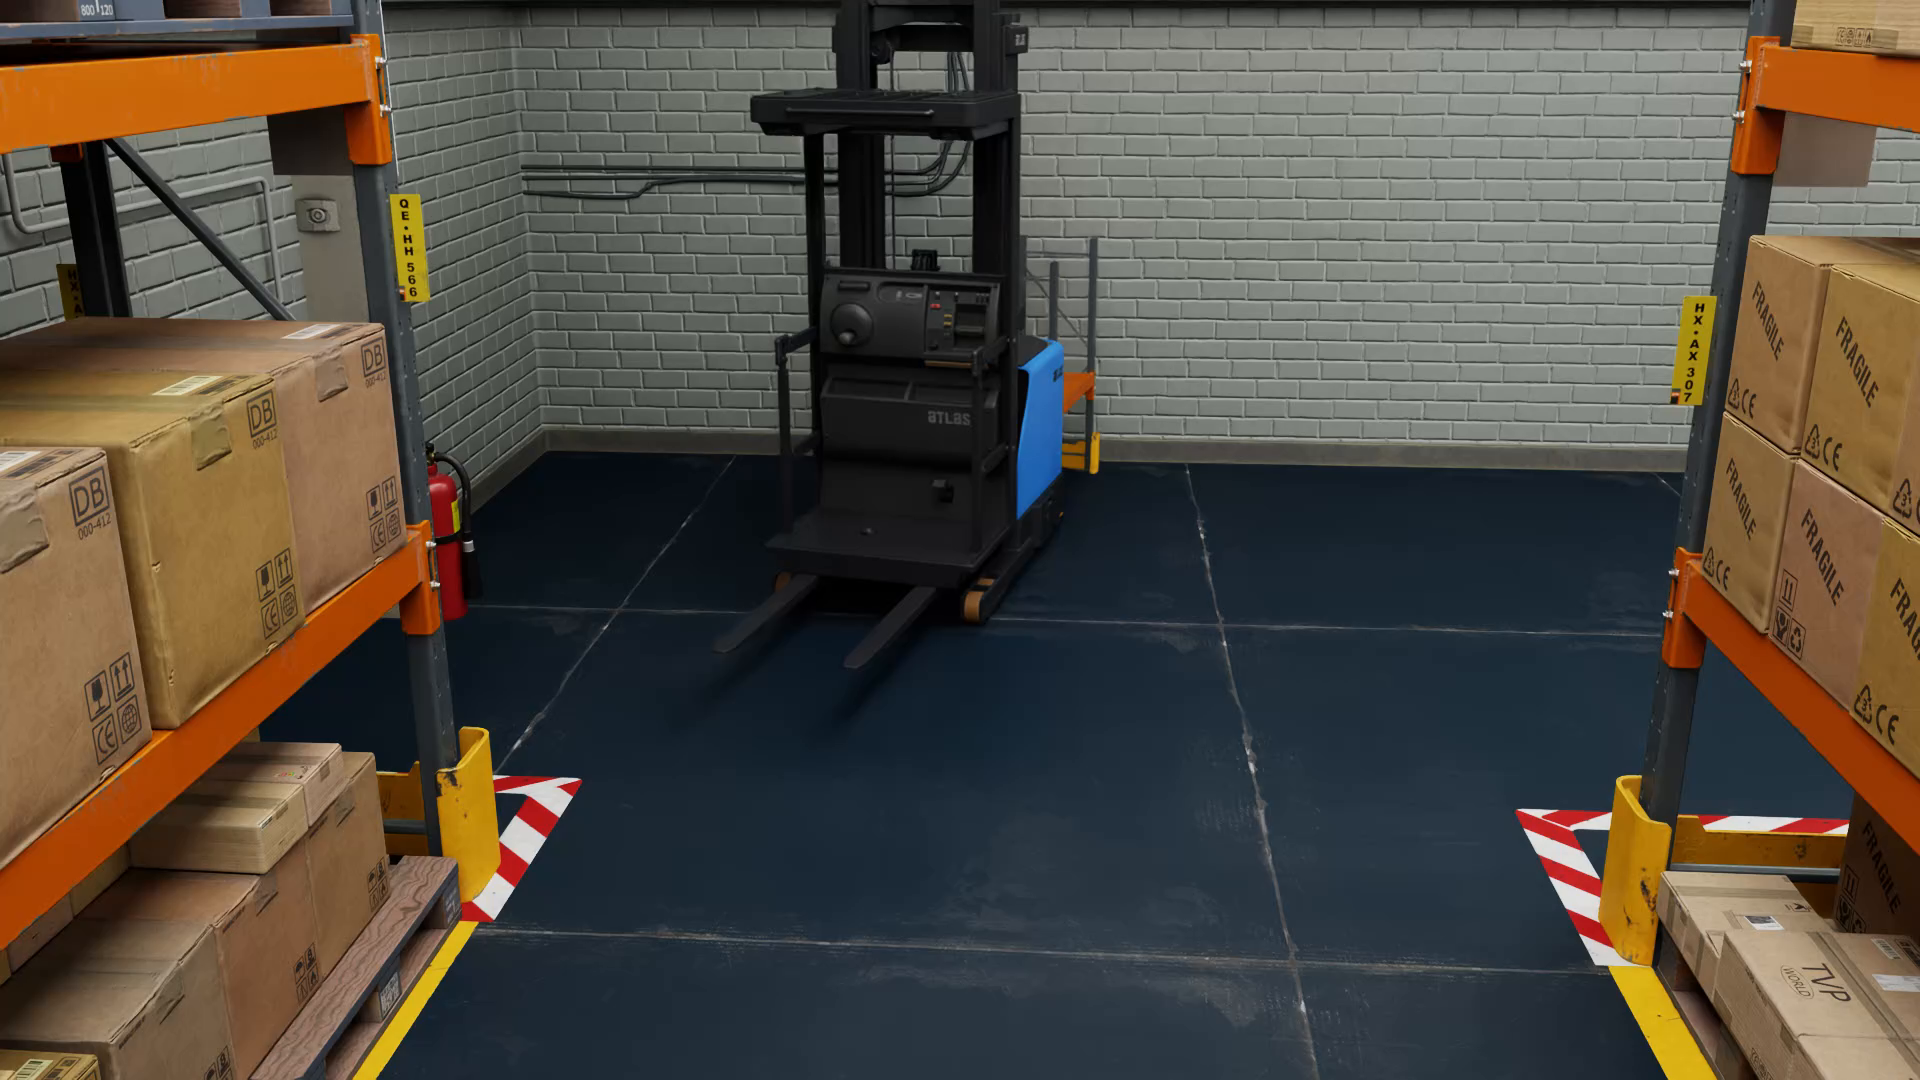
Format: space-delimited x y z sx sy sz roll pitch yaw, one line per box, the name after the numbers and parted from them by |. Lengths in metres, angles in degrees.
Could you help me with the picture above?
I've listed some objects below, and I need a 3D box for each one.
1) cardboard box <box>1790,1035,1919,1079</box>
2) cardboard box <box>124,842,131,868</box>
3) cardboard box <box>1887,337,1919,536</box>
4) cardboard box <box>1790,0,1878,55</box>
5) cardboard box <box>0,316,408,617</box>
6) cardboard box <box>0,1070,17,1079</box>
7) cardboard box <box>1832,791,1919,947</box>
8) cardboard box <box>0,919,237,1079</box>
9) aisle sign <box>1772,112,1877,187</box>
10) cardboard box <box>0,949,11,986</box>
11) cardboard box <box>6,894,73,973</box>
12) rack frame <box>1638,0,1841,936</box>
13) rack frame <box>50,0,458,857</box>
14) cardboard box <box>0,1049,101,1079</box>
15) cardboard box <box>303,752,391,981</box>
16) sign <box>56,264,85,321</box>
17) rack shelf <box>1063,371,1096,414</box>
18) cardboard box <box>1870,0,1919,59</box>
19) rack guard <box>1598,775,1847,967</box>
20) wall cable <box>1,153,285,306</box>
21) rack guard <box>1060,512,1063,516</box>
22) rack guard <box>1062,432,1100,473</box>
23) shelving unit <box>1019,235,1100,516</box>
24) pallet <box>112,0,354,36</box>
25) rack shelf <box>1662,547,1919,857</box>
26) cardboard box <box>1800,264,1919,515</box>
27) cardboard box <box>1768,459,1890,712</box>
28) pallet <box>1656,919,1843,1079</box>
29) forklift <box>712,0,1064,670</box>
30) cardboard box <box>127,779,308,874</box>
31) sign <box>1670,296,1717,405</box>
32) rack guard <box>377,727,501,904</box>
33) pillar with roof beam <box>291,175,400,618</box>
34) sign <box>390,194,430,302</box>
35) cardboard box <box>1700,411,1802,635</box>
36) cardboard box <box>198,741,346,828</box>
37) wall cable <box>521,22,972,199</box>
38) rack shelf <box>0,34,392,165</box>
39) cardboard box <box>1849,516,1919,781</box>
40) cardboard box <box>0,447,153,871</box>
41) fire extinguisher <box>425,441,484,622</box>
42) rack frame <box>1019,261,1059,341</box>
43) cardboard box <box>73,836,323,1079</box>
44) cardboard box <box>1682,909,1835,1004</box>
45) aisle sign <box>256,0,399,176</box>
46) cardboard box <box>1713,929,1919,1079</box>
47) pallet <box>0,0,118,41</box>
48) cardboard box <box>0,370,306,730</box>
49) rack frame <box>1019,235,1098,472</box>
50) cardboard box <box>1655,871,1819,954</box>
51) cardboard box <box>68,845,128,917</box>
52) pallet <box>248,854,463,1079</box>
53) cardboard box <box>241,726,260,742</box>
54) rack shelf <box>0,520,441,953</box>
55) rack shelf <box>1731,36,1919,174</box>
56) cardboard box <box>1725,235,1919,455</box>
2.322 1.435 3.937 0.500 0.250 0.500 1 18 4 | cardboard box
-2.402 0.768 4.560 0.380 0.149 0.250 1 18 4 | cardboard box
2.350 -0.209 3.478 0.500 0.500 0.500 2 18 5 | cardboard box
2.425 -1.336 4.108 0.500 0.250 0.500 1 18 4 | cardboard box
-2.252 -0.230 4.825 0.980 0.700 0.700 2 18 6 | cardboard box
-2.113 1.182 3.296 0.380 0.149 0.250 1 18 2 | cardboard box
2.922 1.017 4.810 0.500 0.500 0.500 1 18 4 | cardboard box
-2.248 1.274 4.058 0.700 0.500 0.500 1 18 2 | cardboard box
2.427 -1.399 4.701 0.394 0.787 0.004 1 18 4 | aisle sign
-2.456 1.005 3.838 0.380 0.149 0.250 1 18 4 | cardboard box
-2.438 0.925 4.081 0.380 0.149 0.250 2 18 5 | cardboard box
2.715 -0.136 5.021 1.000 3.000 0.127 1 18 4 | rack frame
-2.226 -0.246 5.355 1.000 3.000 0.127 1 18 4 | rack frame
-2.278 1.440 3.552 0.700 0.500 0.500 2 18 5 | cardboard box
-2.176 0.962 5.009 0.700 0.500 0.500 1 18 4 | cardboard box
-2.779 -0.709 5.252 0.100 0.325 0.005 1 18 4 | sign
0.465 -0.861 10.220 0.538 0.185 1.000 5 19 16 | rack shelf
2.376 -1.181 3.635 0.500 0.250 0.500 1 18 4 | cardboard box
2.710 1.075 5.339 1.175 0.500 0.348 1 18 4 | rack guard
-3.078 -1.147 6.475 0.084 1.984 1.851 1 18 4 | wall cable
0.322 -0.293 9.914 0.587 0.250 0.087 5 19 16 | rack guard
0.614 -0.589 10.819 0.587 0.250 0.087 5 19 16 | rack guard
0.468 -1.035 10.172 0.587 1.500 1.083 5 19 16 | shelving unit
-2.269 -1.398 4.198 1.003 0.211 1.213 1 18 4 | pallet
2.572 0.827 3.238 1.077 0.370 4.000 1 18 4 | rack shelf
2.391 -0.364 3.951 0.500 0.500 0.500 1 18 4 | cardboard box
2.389 0.109 4.114 0.500 0.500 0.500 1 18 3 | cardboard box
2.654 1.460 4.628 1.003 0.211 1.213 1 18 4 | pallet
-0.315 -1.118 8.127 1.130 2.935 3.031 5 19 16 | forklift
-2.021 0.777 4.531 0.380 0.149 0.250 2 18 5 | cardboard box
2.174 -0.560 4.923 0.100 0.325 0.005 1 18 4 | sign
-2.224 0.935 5.767 1.175 0.500 0.348 1 18 4 | rack guard
1.399 -3.858 6.746 9.100 9.000 0.400 1 18 4 | pillar with roof beam
-1.686 -0.892 5.088 0.100 0.325 0.005 1 18 4 | sign
2.420 -0.052 4.603 0.500 0.500 0.500 2 18 5 | cardboard box
-2.004 0.698 4.774 0.380 0.149 0.250 1 18 3 | cardboard box
-1.464 -3.370 10.241 3.097 2.526 0.112 1 18 4 | wall cable
-2.369 -0.708 3.105 1.077 0.370 4.000 1 18 4 | rack shelf
2.350 0.264 3.638 0.500 0.500 0.500 1 18 4 | cardboard box
-2.357 0.233 3.412 0.980 0.700 0.700 0 18 1 | cardboard box
-1.755 -0.068 5.537 0.296 0.674 0.183 1 18 4 | fire extinguisher
0.316 -0.881 9.702 0.500 1.500 0.032 5 19 16 | rack frame
-2.212 1.118 4.535 0.700 0.500 0.500 1 18 4 | cardboard box
2.325 1.201 4.784 0.380 0.166 0.250 1 18 4 | cardboard box
-1.922 -1.497 4.998 0.394 0.787 0.004 1 18 4 | aisle sign
2.358 1.279 4.411 0.500 0.250 0.500 1 18 4 | cardboard box
-2.353 -1.018 3.039 1.003 0.211 1.213 1 18 4 | pallet
-2.294 -0.003 4.134 0.980 0.700 0.700 1 18 3 | cardboard box
0.614 -1.183 10.626 0.500 1.500 0.032 5 19 16 | rack frame
2.342 1.132 5.023 0.380 0.149 0.250 1 18 4 | cardboard box
-2.421 0.846 4.323 0.380 0.149 0.250 1 18 4 | cardboard box
-2.205 1.330 5.026 1.003 0.211 1.213 1 18 4 | pallet
-2.367 0.611 5.040 0.380 0.149 0.250 1 18 4 | cardboard box
-2.369 0.717 3.572 1.077 0.370 4.000 1 18 4 | rack shelf
2.572 -0.599 2.771 1.077 0.370 4.000 1 18 4 | rack shelf
2.420 -0.527 4.447 0.500 0.500 0.500 2 18 6 | cardboard box
